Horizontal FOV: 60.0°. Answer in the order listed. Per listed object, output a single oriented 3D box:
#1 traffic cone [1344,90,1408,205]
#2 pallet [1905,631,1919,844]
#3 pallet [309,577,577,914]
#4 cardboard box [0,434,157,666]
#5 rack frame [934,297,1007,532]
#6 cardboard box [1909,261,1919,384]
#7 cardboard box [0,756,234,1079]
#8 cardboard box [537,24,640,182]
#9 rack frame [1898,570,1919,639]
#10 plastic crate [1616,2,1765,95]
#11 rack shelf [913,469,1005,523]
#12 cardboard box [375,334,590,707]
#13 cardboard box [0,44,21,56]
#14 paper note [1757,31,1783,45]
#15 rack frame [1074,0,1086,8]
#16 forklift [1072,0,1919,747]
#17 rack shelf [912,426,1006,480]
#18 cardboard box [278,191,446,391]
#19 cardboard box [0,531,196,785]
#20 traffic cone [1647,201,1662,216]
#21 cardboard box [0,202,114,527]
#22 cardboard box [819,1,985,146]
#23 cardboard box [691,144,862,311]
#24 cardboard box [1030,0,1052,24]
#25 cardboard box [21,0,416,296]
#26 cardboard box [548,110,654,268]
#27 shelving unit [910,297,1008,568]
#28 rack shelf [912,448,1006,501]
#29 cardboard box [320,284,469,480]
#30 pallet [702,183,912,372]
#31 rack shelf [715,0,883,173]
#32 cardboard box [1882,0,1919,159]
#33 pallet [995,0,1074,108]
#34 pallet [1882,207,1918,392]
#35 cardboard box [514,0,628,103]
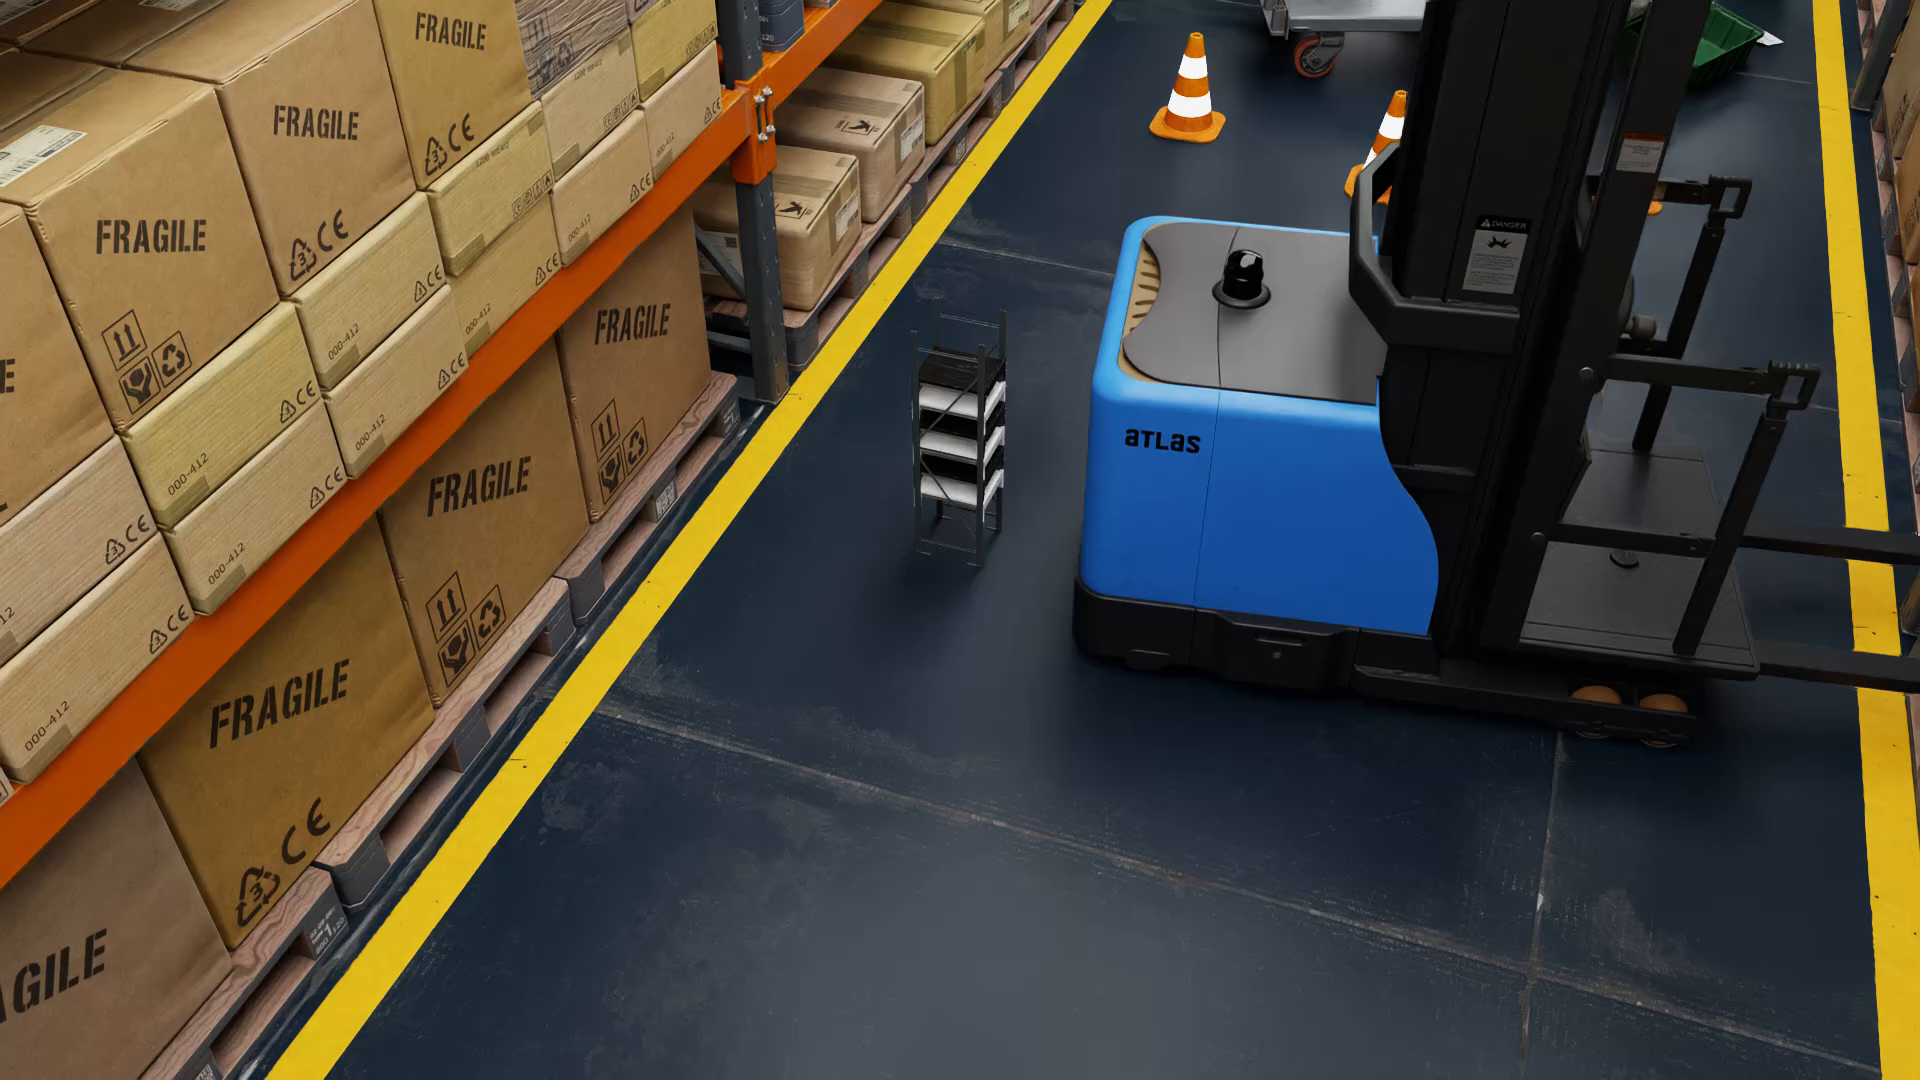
[{"bbox_3d":[1.952,-1.804,7.508,0.336,0.463,0.334,13,42,15],"label":"traffic cone"},{"bbox_3d":[3.270,0.779,4.674,1.003,0.211,1.213,13,42,15],"label":"pallet"},{"bbox_3d":[-1.907,0.471,5.035,1.003,0.211,1.213,13,42,15],"label":"pallet"},{"bbox_3d":[-1.948,-0.019,3.191,0.500,0.250,0.500,14,42,16],"label":"cardboard box"},{"bbox_3d":[0.032,-0.399,5.525,0.240,0.900,0.006,13,42,15],"label":"rack frame"},{"bbox_3d":[4.127,-0.948,5.959,1.050,0.750,0.750,14,42,16],"label":"cardboard box"},{"bbox_3d":[-2.379,0.897,3.701,0.875,0.875,0.875,15,43,16],"label":"cardboard box"},{"bbox_3d":[-1.246,-1.263,4.650,0.500,0.250,0.500,12,42,14],"label":"cardboard box"},{"bbox_3d":[3.538,-0.758,4.328,1.000,3.000,0.127,13,42,15],"label":"rack frame"},{"bbox_3d":[3.735,-2.547,8.546,0.662,0.188,0.450,-29,58,-29],"label":"plastic crate"},{"bbox_3d":[-0.003,-0.175,5.591,0.258,0.077,0.200,13,42,15],"label":"rack shelf"},{"bbox_3d":[-1.771,-0.201,4.988,0.875,0.875,0.875,14,42,16],"label":"cardboard box"},{"bbox_3d":[-2.237,-0.724,3.440,0.500,0.500,0.500,15,43,16],"label":"cardboard box"},{"bbox_3d":[4.285,-2.680,8.867,0.147,0.020,0.142,-13,42,-15],"label":"paper note"},{"bbox_3d":[0.220,-4.235,8.403,1.000,3.000,0.127,13,42,15],"label":"rack frame"},{"bbox_3d":[1.925,-0.866,4.506,3.031,2.935,1.130,7,41,8],"label":"forklift"},{"bbox_3d":[-0.003,-0.312,5.474,0.258,0.077,0.200,13,42,15],"label":"rack shelf"},{"bbox_3d":[-1.580,-0.630,3.907,0.500,0.250,0.500,12,42,14],"label":"cardboard box"},{"bbox_3d":[-1.941,0.176,3.349,0.500,0.250,0.500,12,42,14],"label":"cardboard box"},{"bbox_3d":[3.029,-1.750,7.445,0.336,0.463,0.334,13,42,15],"label":"traffic cone"},{"bbox_3d":[-1.947,-0.295,2.937,0.500,0.500,0.500,13,42,15],"label":"cardboard box"},{"bbox_3d":[-0.436,-2.211,7.731,0.950,0.372,0.625,15,43,17],"label":"cardboard box"},{"bbox_3d":[-0.945,-1.298,6.661,0.950,0.372,0.625,11,42,12],"label":"cardboard box"},{"bbox_3d":[0.043,-3.075,8.744,0.950,0.372,0.625,14,42,16],"label":"cardboard box"},{"bbox_3d":[-1.602,-0.917,3.666,0.500,0.500,0.500,13,42,14],"label":"cardboard box"},{"bbox_3d":[-1.237,-1.057,4.793,0.500,0.250,0.500,14,42,16],"label":"cardboard box"},{"bbox_3d":[-0.003,-0.337,5.452,0.258,0.900,0.210,13,42,15],"label":"shelving unit"},{"bbox_3d":[-0.003,-0.244,5.532,0.258,0.077,0.200,13,42,15],"label":"rack shelf"},{"bbox_3d":[-1.572,-0.436,4.066,0.500,0.250,0.500,13,42,14],"label":"cardboard box"},{"bbox_3d":[-0.879,-1.211,7.006,1.003,0.211,1.213,13,42,15],"label":"pallet"},{"bbox_3d":[-0.464,-2.741,7.206,1.077,0.370,4.000,13,42,15],"label":"rack shelf"},{"bbox_3d":[4.779,-2.103,7.314,1.050,0.750,0.750,13,42,15],"label":"cardboard box"},{"bbox_3d":[-0.045,-2.699,8.751,1.003,0.211,1.213,13,42,15],"label":"pallet"},{"bbox_3d":[4.298,-0.903,6.646,1.003,0.211,1.213,13,42,15],"label":"pallet"},{"bbox_3d":[-1.246,-1.526,4.380,0.500,0.500,0.500,14,42,16],"label":"cardboard box"}]
